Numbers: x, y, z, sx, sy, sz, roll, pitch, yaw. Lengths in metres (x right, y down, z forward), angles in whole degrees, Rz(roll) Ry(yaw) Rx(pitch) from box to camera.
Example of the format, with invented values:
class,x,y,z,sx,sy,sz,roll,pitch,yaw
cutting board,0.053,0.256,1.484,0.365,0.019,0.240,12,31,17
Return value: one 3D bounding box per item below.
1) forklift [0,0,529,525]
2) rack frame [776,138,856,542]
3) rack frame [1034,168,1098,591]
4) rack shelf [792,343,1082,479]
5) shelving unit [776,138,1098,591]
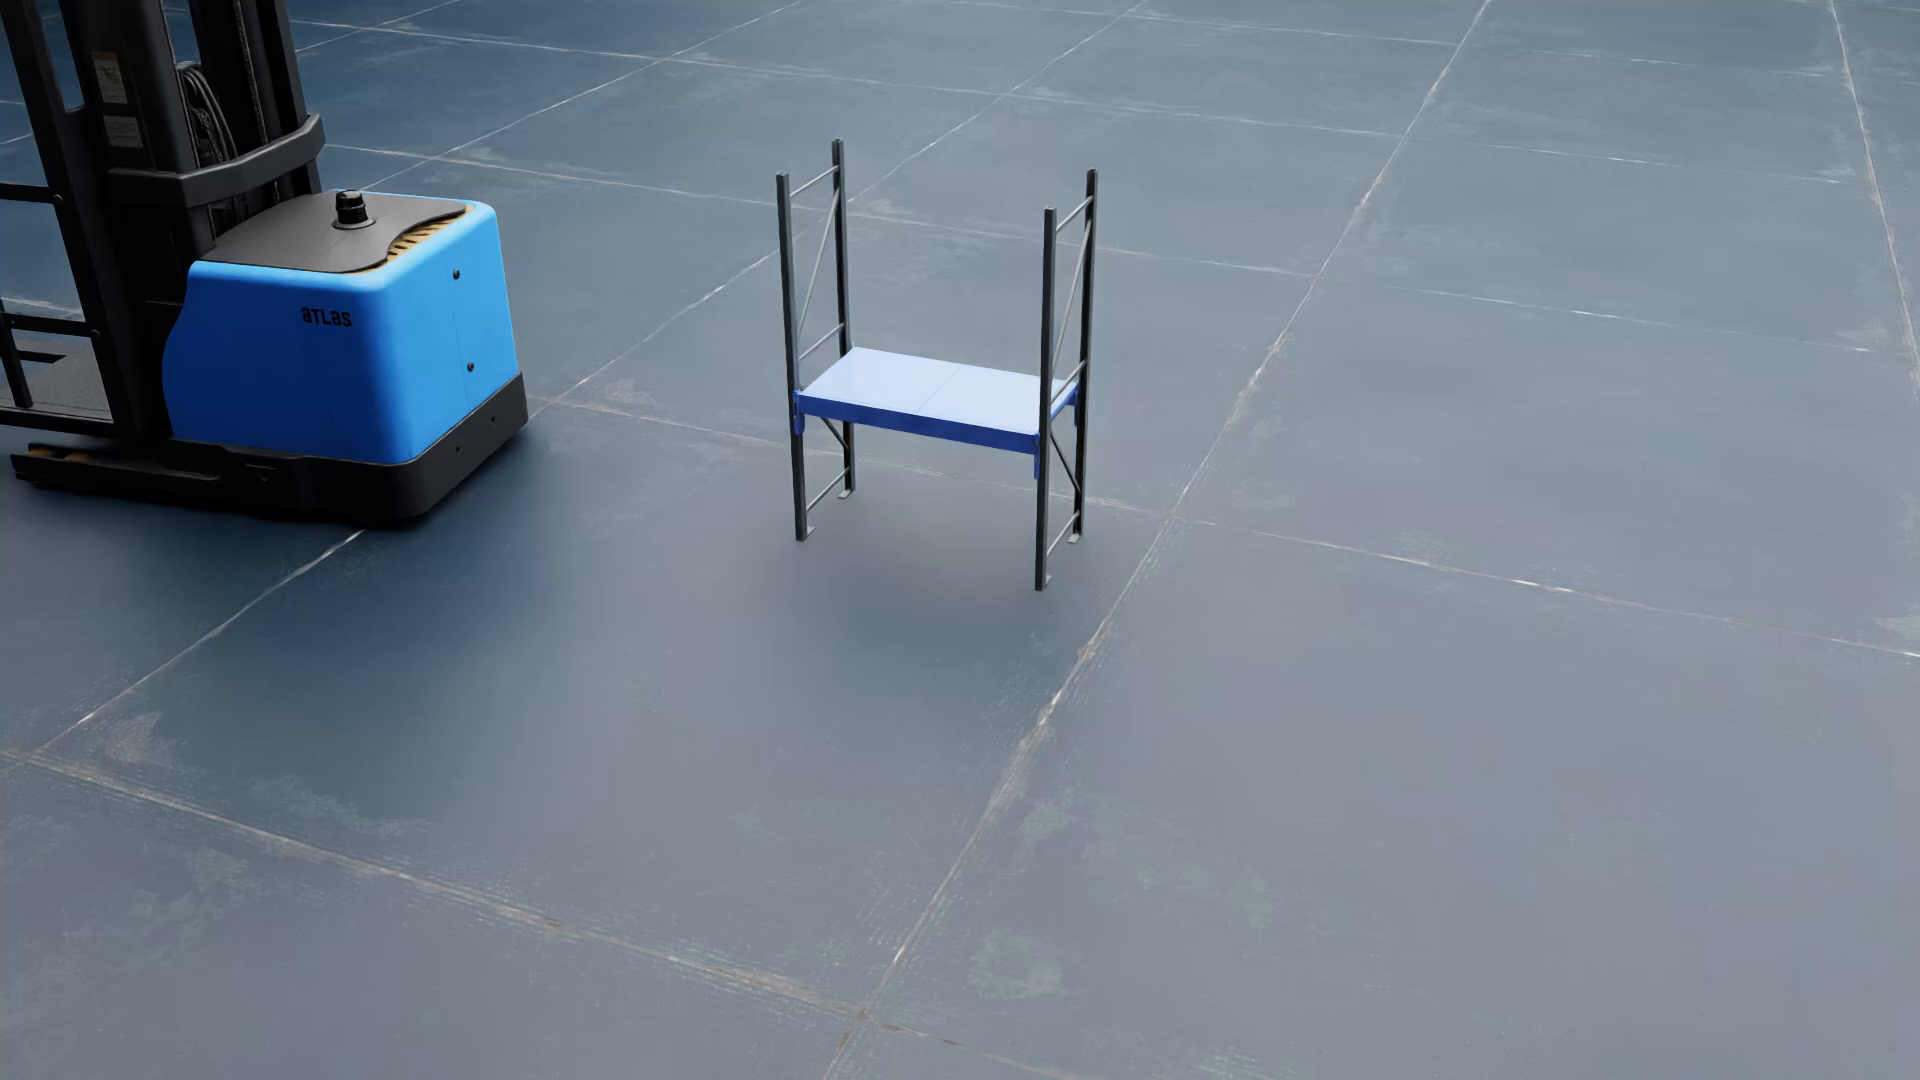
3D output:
class,x,y,z,sx,sy,sz,roll,pitch,yaw
forklift,-3.515,-1.722,6.743,3.031,2.935,1.130,7,30,13
rack frame,-0.550,-0.763,6.500,0.032,1.500,0.500,11,31,19
rack frame,0.392,-0.575,6.168,0.032,1.500,0.500,11,31,19
rack shelf,-0.079,-0.512,6.422,1.000,0.185,0.538,11,31,19
shelving unit,-0.079,-0.669,6.334,1.048,1.500,0.538,11,31,19
